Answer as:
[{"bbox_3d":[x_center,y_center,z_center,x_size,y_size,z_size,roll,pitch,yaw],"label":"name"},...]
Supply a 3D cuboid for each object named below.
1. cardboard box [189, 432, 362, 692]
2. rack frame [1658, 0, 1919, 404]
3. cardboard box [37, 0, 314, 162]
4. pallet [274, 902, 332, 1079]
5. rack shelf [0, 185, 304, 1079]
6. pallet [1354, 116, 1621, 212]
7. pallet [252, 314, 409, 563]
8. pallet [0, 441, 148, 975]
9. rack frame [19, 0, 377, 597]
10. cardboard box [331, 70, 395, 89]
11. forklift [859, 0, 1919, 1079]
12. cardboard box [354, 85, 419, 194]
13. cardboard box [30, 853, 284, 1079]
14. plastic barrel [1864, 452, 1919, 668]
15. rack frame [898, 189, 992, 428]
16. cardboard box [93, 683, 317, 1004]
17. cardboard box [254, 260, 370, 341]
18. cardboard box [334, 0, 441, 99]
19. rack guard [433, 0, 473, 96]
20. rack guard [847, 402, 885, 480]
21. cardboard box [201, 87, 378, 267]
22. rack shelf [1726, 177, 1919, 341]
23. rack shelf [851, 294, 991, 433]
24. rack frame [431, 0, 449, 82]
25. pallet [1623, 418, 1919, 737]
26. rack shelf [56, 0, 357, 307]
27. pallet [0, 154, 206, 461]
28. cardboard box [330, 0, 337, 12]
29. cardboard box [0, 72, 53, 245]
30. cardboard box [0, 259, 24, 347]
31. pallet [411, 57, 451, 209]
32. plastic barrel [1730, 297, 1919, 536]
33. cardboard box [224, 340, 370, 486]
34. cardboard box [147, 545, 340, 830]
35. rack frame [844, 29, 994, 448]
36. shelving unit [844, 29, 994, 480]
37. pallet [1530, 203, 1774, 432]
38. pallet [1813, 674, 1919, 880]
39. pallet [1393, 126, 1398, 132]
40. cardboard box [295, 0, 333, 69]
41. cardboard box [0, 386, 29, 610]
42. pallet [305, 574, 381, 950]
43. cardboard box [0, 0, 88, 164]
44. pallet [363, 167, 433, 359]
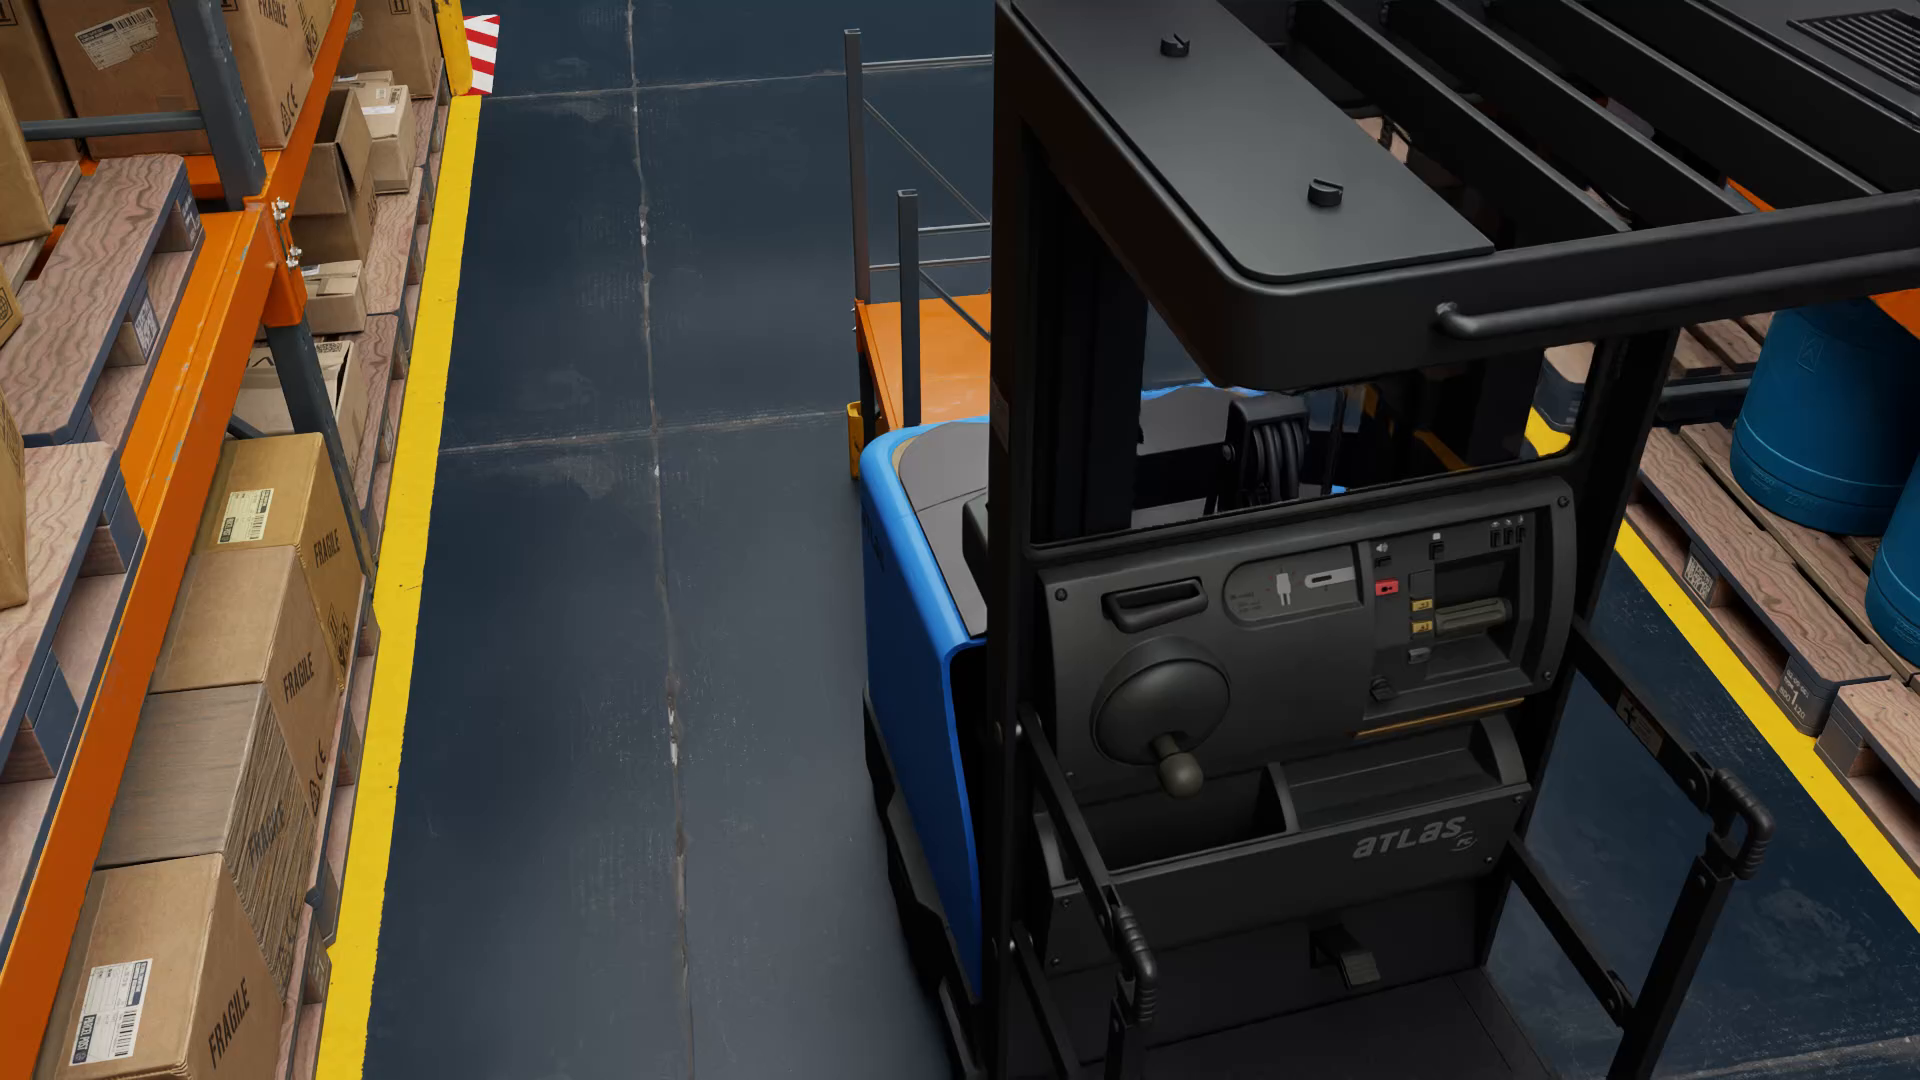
[{"bbox_3d":[-1.909,0.082,4.378,0.500,0.500,0.500,-6,38,-8],"label":"cardboard box"},{"bbox_3d":[2.599,-1.529,4.773,1.000,3.000,0.127,-6,38,-8],"label":"rack frame"},{"bbox_3d":[-2.099,-1.375,4.493,0.500,0.500,0.500,-5,38,-7],"label":"cardboard box"},{"bbox_3d":[-1.881,1.329,3.368,1.003,0.211,1.213,-6,38,-8],"label":"pallet"},{"bbox_3d":[-1.927,0.494,2.756,1.077,0.370,4.000,-6,38,-8],"label":"rack shelf"},{"bbox_3d":[2.215,-1.606,7.145,1.003,0.211,1.213,-6,38,-8],"label":"pallet"},{"bbox_3d":[-2.397,-0.312,5.480,1.003,0.211,1.213,-6,38,-8],"label":"pallet"},{"bbox_3d":[-1.922,0.319,2.550,1.003,0.211,1.213,-6,38,-8],"label":"pallet"},{"bbox_3d":[-2.278,-0.998,4.090,1.000,3.000,0.127,-6,38,-8],"label":"rack frame"},{"bbox_3d":[-2.659,-1.913,7.218,0.380,0.166,0.250,-6,38,-8],"label":"cardboard box"},{"bbox_3d":[0.647,0.233,2.561,1.130,2.935,3.031,-10,39,-13],"label":"forklift"},{"bbox_3d":[-2.504,-1.623,6.777,0.500,0.250,0.500,-6,38,-8],"label":"cardboard box"},{"bbox_3d":[-1.652,0.992,3.207,0.500,0.500,0.500,-7,38,-9],"label":"cardboard box"},{"bbox_3d":[2.802,-0.108,4.312,0.600,0.901,0.708,-6,38,-8],"label":"plastic barrel"},{"bbox_3d":[0.104,-0.234,4.328,0.500,1.500,0.032,-6,38,-8],"label":"rack frame"},{"bbox_3d":[-1.743,0.685,3.603,0.500,0.500,0.500,-6,38,-7],"label":"cardboard box"},{"bbox_3d":[-2.300,-0.851,5.852,0.380,0.166,0.250,-6,38,-8],"label":"cardboard box"},{"bbox_3d":[-2.641,-2.299,7.443,0.500,0.500,0.500,-6,38,-8],"label":"cardboard box"},{"bbox_3d":[-2.966,-2.381,7.908,1.175,0.500,0.348,-6,38,-8],"label":"rack guard"},{"bbox_3d":[-0.074,-0.353,5.501,0.587,0.250,0.087,-6,38,-8],"label":"rack guard"},{"bbox_3d":[-2.612,-1.320,6.181,0.797,0.503,0.637,-6,38,-8],"label":"cardboard box"},{"bbox_3d":[2.950,-0.037,3.439,1.077,0.370,4.000,-6,38,-8],"label":"rack shelf"},{"bbox_3d":[0.015,-0.399,4.834,0.538,0.185,1.000,-6,38,-8],"label":"rack shelf"},{"bbox_3d":[-2.979,-3.414,7.200,1.000,3.000,0.127,-6,38,-8],"label":"rack frame"},{"bbox_3d":[2.694,0.043,5.023,1.003,0.211,1.213,-6,38,-8],"label":"pallet"},{"bbox_3d":[-2.628,-1.922,5.866,1.077,0.370,4.000,-6,38,-8],"label":"rack shelf"},{"bbox_3d":[-2.245,-0.428,3.513,1.003,0.211,1.213,-6,38,-8],"label":"pallet"},{"bbox_3d":[-2.277,-1.986,5.280,0.500,0.500,0.500,-6,38,-8],"label":"cardboard box"},{"bbox_3d":[-2.415,-0.893,3.531,0.700,0.500,0.500,-19,42,-23],"label":"cardboard box"},{"bbox_3d":[-2.232,-0.485,3.005,0.700,0.500,0.500,-1,38,-1],"label":"cardboard box"},{"bbox_3d":[-2.825,-1.786,7.377,1.003,0.211,1.213,-6,38,-8],"label":"pallet"},{"bbox_3d":[2.678,-0.536,4.862,0.600,0.901,0.708,-6,38,-8],"label":"plastic barrel"},{"bbox_3d":[-2.138,-0.387,5.136,0.500,0.311,0.500,-6,38,-8],"label":"cardboard box"},{"bbox_3d":[-1.831,0.382,3.992,0.500,0.500,0.500,-6,38,-8],"label":"cardboard box"},{"bbox_3d":[-0.074,-0.848,5.119,0.500,1.500,0.032,-6,38,-8],"label":"rack frame"},{"bbox_3d":[0.013,-0.546,4.731,0.587,1.500,1.083,-6,38,-8],"label":"shelving unit"},{"bbox_3d":[2.432,-0.868,6.195,1.003,0.211,1.213,-6,38,-8],"label":"pallet"},{"bbox_3d":[2.911,0.781,4.072,1.003,0.211,1.213,-6,38,-8],"label":"pallet"},{"bbox_3d":[2.005,-2.341,8.092,1.003,0.211,1.213,-6,38,-8],"label":"pallet"},{"bbox_3d":[-2.192,-1.684,4.891,0.500,0.500,0.500,-6,38,-7],"label":"cardboard box"},{"bbox_3d":[-1.907,-0.143,2.565,0.700,0.500,0.500,-16,41,-19],"label":"cardboard box"},{"bbox_3d":[-2.098,0.590,4.318,1.003,0.211,1.213,-6,38,-8],"label":"pallet"},{"bbox_3d":[-2.618,-1.312,4.412,0.500,0.500,0.500,-6,38,-7],"label":"cardboard box"},{"bbox_3d":[-2.615,-1.050,6.430,1.003,0.211,1.213,-6,38,-8],"label":"pallet"}]
